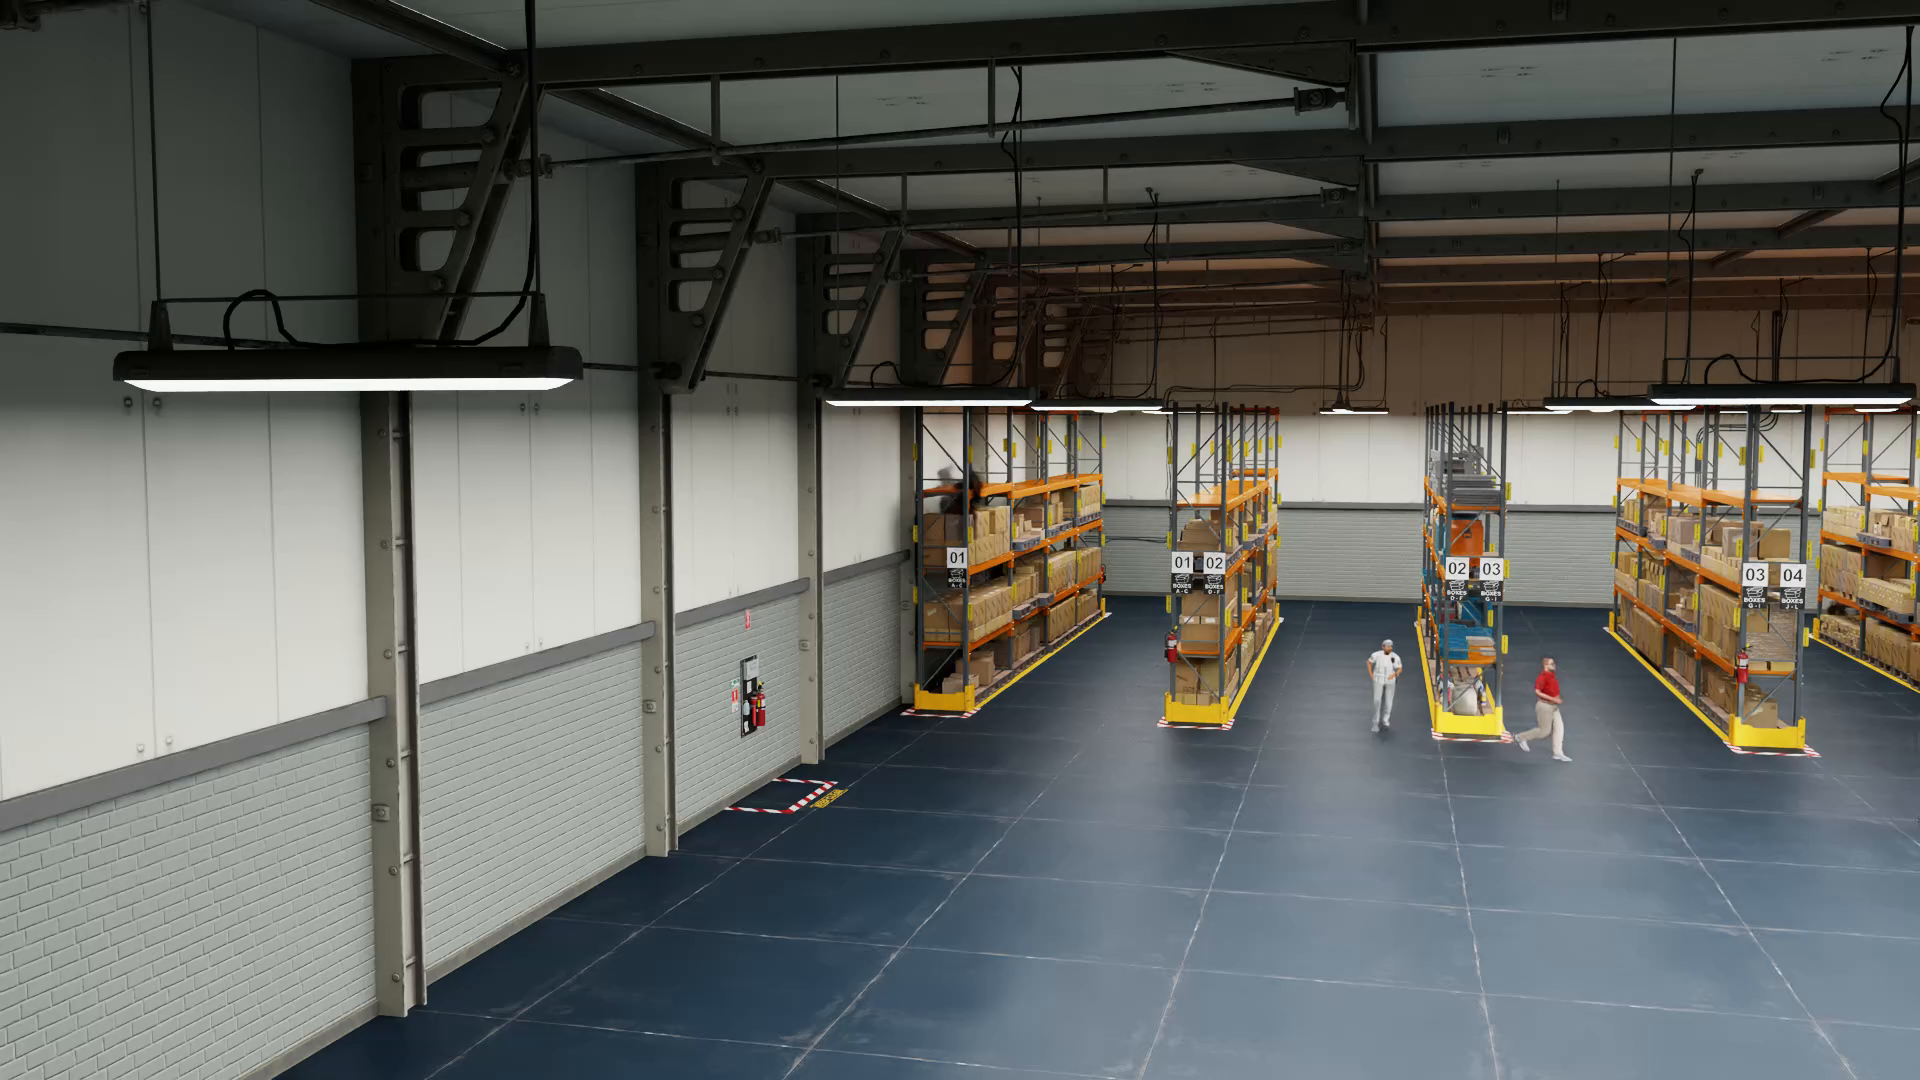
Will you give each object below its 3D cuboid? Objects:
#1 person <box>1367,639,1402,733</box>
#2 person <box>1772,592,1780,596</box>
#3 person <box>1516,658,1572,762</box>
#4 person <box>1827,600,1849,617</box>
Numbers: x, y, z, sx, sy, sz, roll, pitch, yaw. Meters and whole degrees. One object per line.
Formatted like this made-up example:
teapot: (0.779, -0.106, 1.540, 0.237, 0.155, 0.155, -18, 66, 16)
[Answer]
person: (7.785, 2.659, 30.462, 0.609, 1.704, 0.737, 1, 4, 8)
person: (20.484, 1.779, 41.484, 0.670, 1.742, 0.624, 1, 4, 13)
person: (9.789, 2.821, 27.800, 0.921, 1.722, 0.665, 4, 5, 40)
person: (23.374, 1.608, 44.103, 0.801, 1.806, 0.720, 1, 4, 17)
